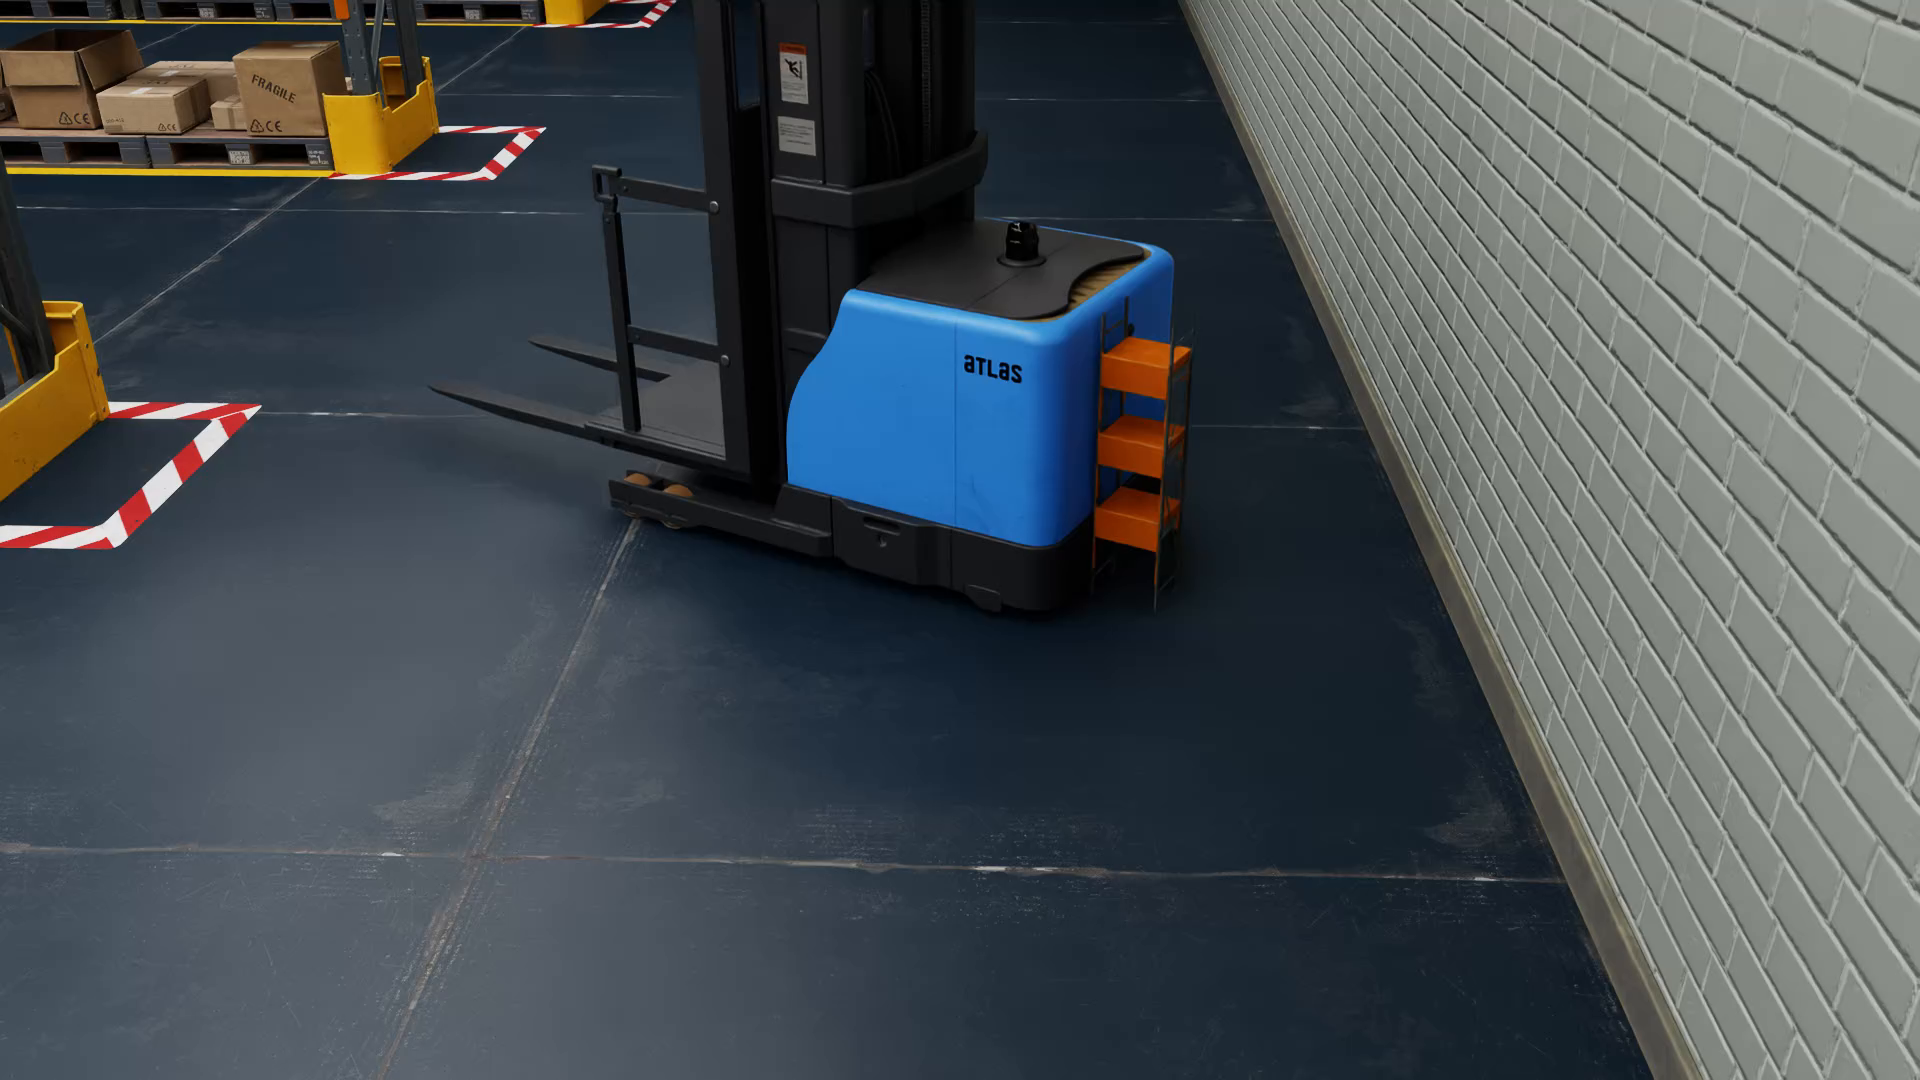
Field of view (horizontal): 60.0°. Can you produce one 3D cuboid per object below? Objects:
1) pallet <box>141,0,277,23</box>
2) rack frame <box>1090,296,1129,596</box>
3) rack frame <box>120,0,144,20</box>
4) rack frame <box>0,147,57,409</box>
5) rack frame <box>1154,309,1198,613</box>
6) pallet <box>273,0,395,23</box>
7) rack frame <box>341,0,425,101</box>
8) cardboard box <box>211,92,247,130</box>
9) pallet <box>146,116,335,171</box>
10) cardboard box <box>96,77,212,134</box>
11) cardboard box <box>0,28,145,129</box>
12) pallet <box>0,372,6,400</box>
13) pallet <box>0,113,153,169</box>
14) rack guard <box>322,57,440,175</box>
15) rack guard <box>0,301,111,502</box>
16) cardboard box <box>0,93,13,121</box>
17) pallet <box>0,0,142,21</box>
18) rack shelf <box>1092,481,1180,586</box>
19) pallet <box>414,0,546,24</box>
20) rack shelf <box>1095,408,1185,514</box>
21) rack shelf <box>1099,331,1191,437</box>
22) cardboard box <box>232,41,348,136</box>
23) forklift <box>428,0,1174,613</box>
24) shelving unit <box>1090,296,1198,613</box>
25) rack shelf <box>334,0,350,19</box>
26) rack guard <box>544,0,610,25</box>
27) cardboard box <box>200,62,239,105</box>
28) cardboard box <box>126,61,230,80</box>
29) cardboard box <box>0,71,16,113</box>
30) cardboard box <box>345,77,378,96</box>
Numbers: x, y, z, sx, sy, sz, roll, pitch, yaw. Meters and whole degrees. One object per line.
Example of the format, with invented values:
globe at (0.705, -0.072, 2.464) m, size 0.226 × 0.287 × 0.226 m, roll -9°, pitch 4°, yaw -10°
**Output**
pallet at (-6.829, -5.046, 15.544) m, size 1.213 × 0.211 × 1.003 m, roll 1°, pitch 28°, yaw 2°
rack frame at (0.512, -0.308, 5.710) m, size 0.008 × 1.050 × 0.200 m, roll 15°, pitch 31°, yaw 26°
rack frame at (-7.586, -6.327, 14.984) m, size 0.127 × 3.000 × 1.000 m, roll 1°, pitch 28°, yaw 2°
rack frame at (-3.939, -1.624, 6.111) m, size 0.127 × 3.000 × 1.000 m, roll 1°, pitch 28°, yaw 2°
rack frame at (0.724, -0.252, 5.604) m, size 0.008 × 1.050 × 0.200 m, roll 15°, pitch 31°, yaw 26°
pallet at (-5.607, -5.027, 15.508) m, size 1.213 × 0.211 × 1.003 m, roll 1°, pitch 28°, yaw 2°
rack frame at (-3.760, -3.943, 10.485) m, size 0.127 × 3.000 × 1.000 m, roll 1°, pitch 28°, yaw 2°
cardboard box at (-4.714, -2.828, 10.937) m, size 0.250 × 0.166 × 0.380 m, roll 1°, pitch 28°, yaw 2°
pallet at (-4.633, -2.724, 11.164) m, size 1.213 × 0.211 × 1.003 m, roll 1°, pitch 28°, yaw 2°
cardboard box at (-5.260, -2.846, 10.881) m, size 0.500 × 0.250 × 0.500 m, roll 1°, pitch 28°, yaw 2°
cardboard box at (-5.880, -3.072, 11.037) m, size 0.637 × 0.503 × 0.797 m, roll 1°, pitch 28°, yaw 2°
pallet at (-4.761, -0.424, 6.824) m, size 1.213 × 0.211 × 1.003 m, roll 1°, pitch 28°, yaw 2°
pallet at (-5.849, -2.746, 11.205) m, size 1.213 × 0.211 × 1.003 m, roll 1°, pitch 28°, yaw 2°
rack guard at (-3.836, -2.839, 11.073) m, size 0.348 × 0.500 × 1.175 m, roll 1°, pitch 28°, yaw 2°
rack guard at (-3.914, -0.525, 6.707) m, size 0.348 × 0.500 × 1.175 m, roll 1°, pitch 28°, yaw 2°
cardboard box at (-6.481, -2.833, 10.948) m, size 0.250 × 0.166 × 0.380 m, roll 1°, pitch 28°, yaw 2°
pallet at (-8.360, -5.073, 15.594) m, size 1.213 × 0.211 × 1.003 m, roll 1°, pitch 28°, yaw 2°
rack shelf at (0.618, -0.025, 5.792) m, size 0.240 × 0.259 × 0.215 m, roll 15°, pitch 31°, yaw 26°
pallet at (-4.391, -5.006, 15.468) m, size 1.213 × 0.211 × 1.003 m, roll 1°, pitch 28°, yaw 2°
rack shelf at (0.618, -0.270, 5.662) m, size 0.240 × 0.259 × 0.215 m, roll 15°, pitch 31°, yaw 26°
rack shelf at (0.618, -0.521, 5.529) m, size 0.240 × 0.259 × 0.215 m, roll 15°, pitch 31°, yaw 26°
cardboard box at (-4.312, -2.926, 10.767) m, size 0.500 × 0.500 × 0.500 m, roll 1°, pitch 28°, yaw 2°
forklift at (-0.760, -1.535, 6.015) m, size 3.031 × 2.935 × 1.130 m, roll 15°, pitch 31°, yaw 26°
shelving unit at (0.618, -0.280, 5.657) m, size 0.252 × 1.050 × 0.215 m, roll 15°, pitch 31°, yaw 26°
rack shelf at (-5.759, -3.658, 10.716) m, size 4.000 × 0.370 × 1.077 m, roll 1°, pitch 28°, yaw 2°
rack guard at (-3.565, -5.157, 15.444) m, size 0.348 × 0.500 × 1.175 m, roll 1°, pitch 28°, yaw 2°
cardboard box at (-4.793, -3.072, 11.309) m, size 0.500 × 0.250 × 0.500 m, roll 1°, pitch 28°, yaw 2°
cardboard box at (-5.293, -3.080, 11.324) m, size 0.500 × 0.250 × 0.500 m, roll 1°, pitch 28°, yaw 2°
cardboard box at (-6.429, -3.126, 11.346) m, size 0.500 × 0.311 × 0.500 m, roll 1°, pitch 28°, yaw 2°
cardboard box at (-4.166, -3.045, 11.366) m, size 0.250 × 0.149 × 0.380 m, roll 1°, pitch 28°, yaw 2°
